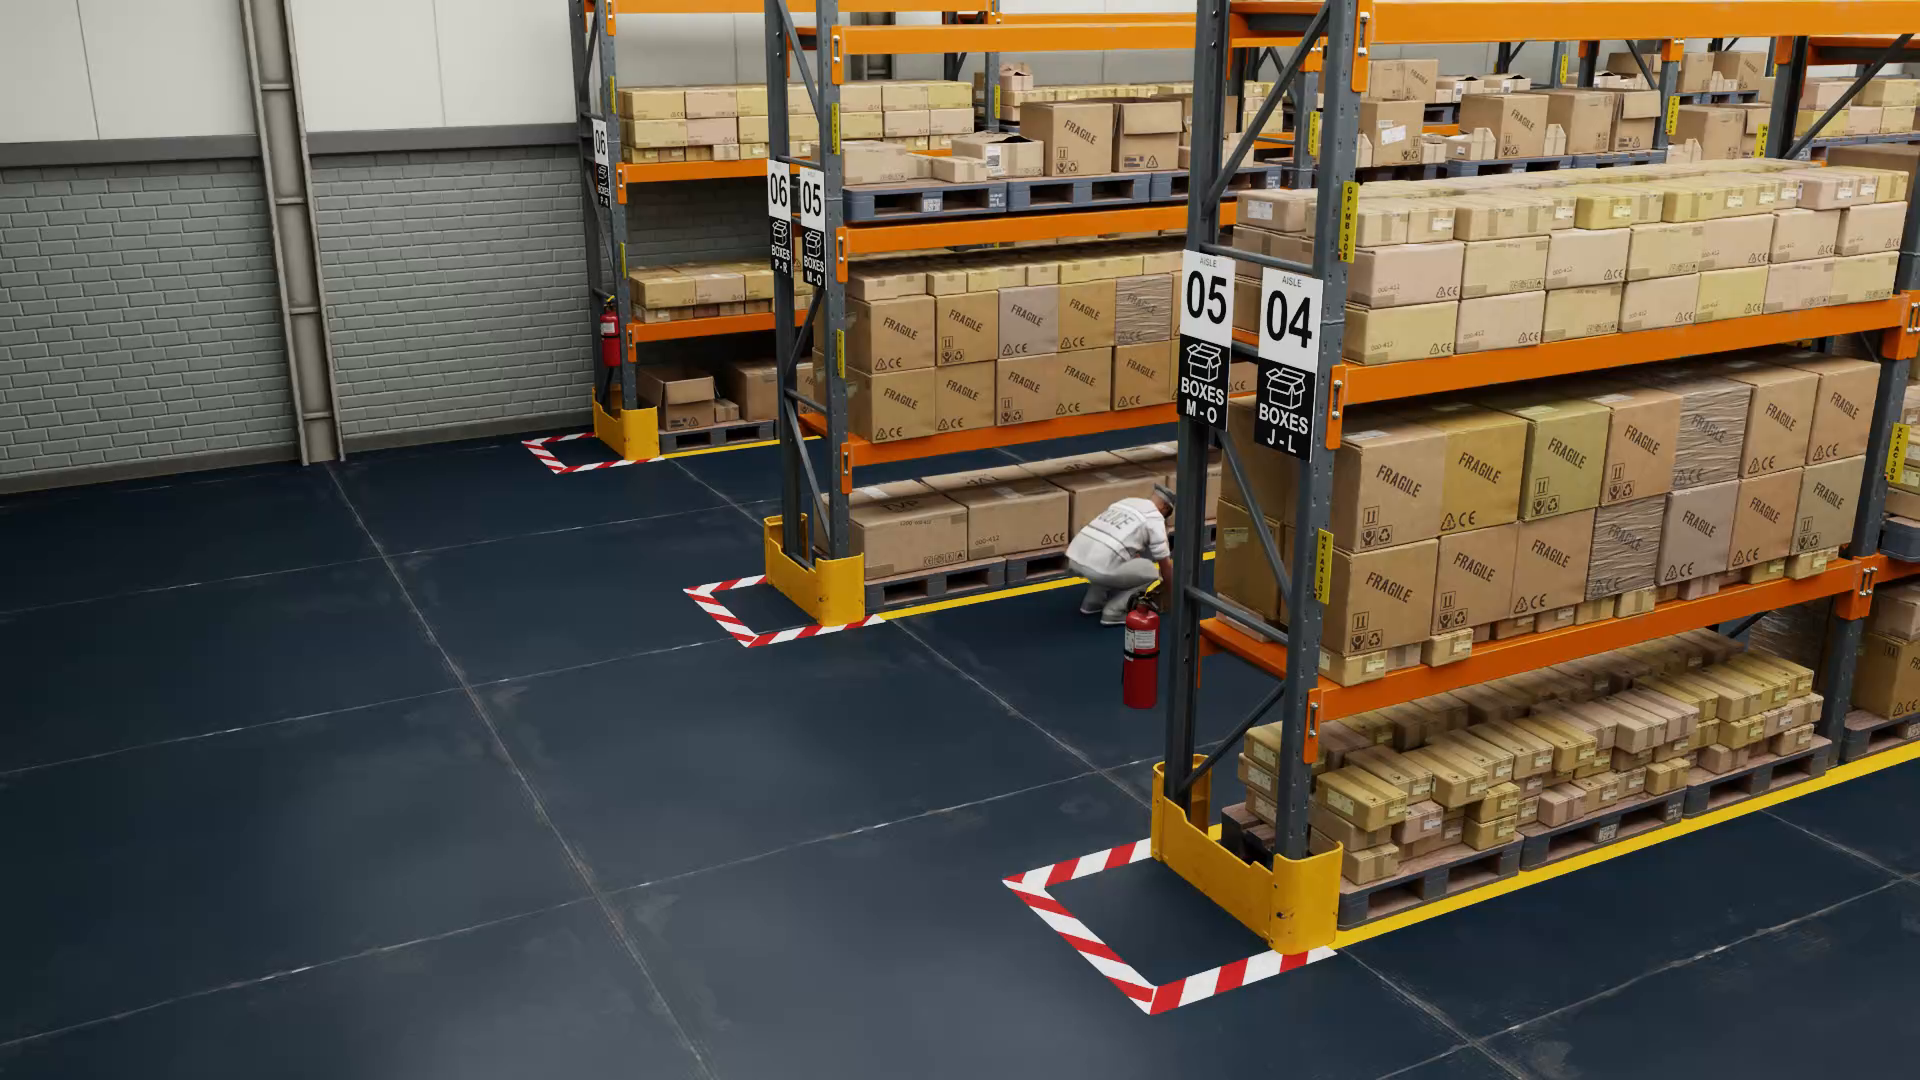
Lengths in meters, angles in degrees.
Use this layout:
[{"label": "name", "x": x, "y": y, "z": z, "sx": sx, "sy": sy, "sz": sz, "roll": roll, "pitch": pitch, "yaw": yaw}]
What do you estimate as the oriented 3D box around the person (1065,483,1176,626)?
[{"label": "person", "x": 1.216, "y": 0.097, "z": 12.076, "sx": 0.954, "sy": 0.931, "sz": 0.565, "roll": -10, "pitch": 21, "yaw": -27}]
